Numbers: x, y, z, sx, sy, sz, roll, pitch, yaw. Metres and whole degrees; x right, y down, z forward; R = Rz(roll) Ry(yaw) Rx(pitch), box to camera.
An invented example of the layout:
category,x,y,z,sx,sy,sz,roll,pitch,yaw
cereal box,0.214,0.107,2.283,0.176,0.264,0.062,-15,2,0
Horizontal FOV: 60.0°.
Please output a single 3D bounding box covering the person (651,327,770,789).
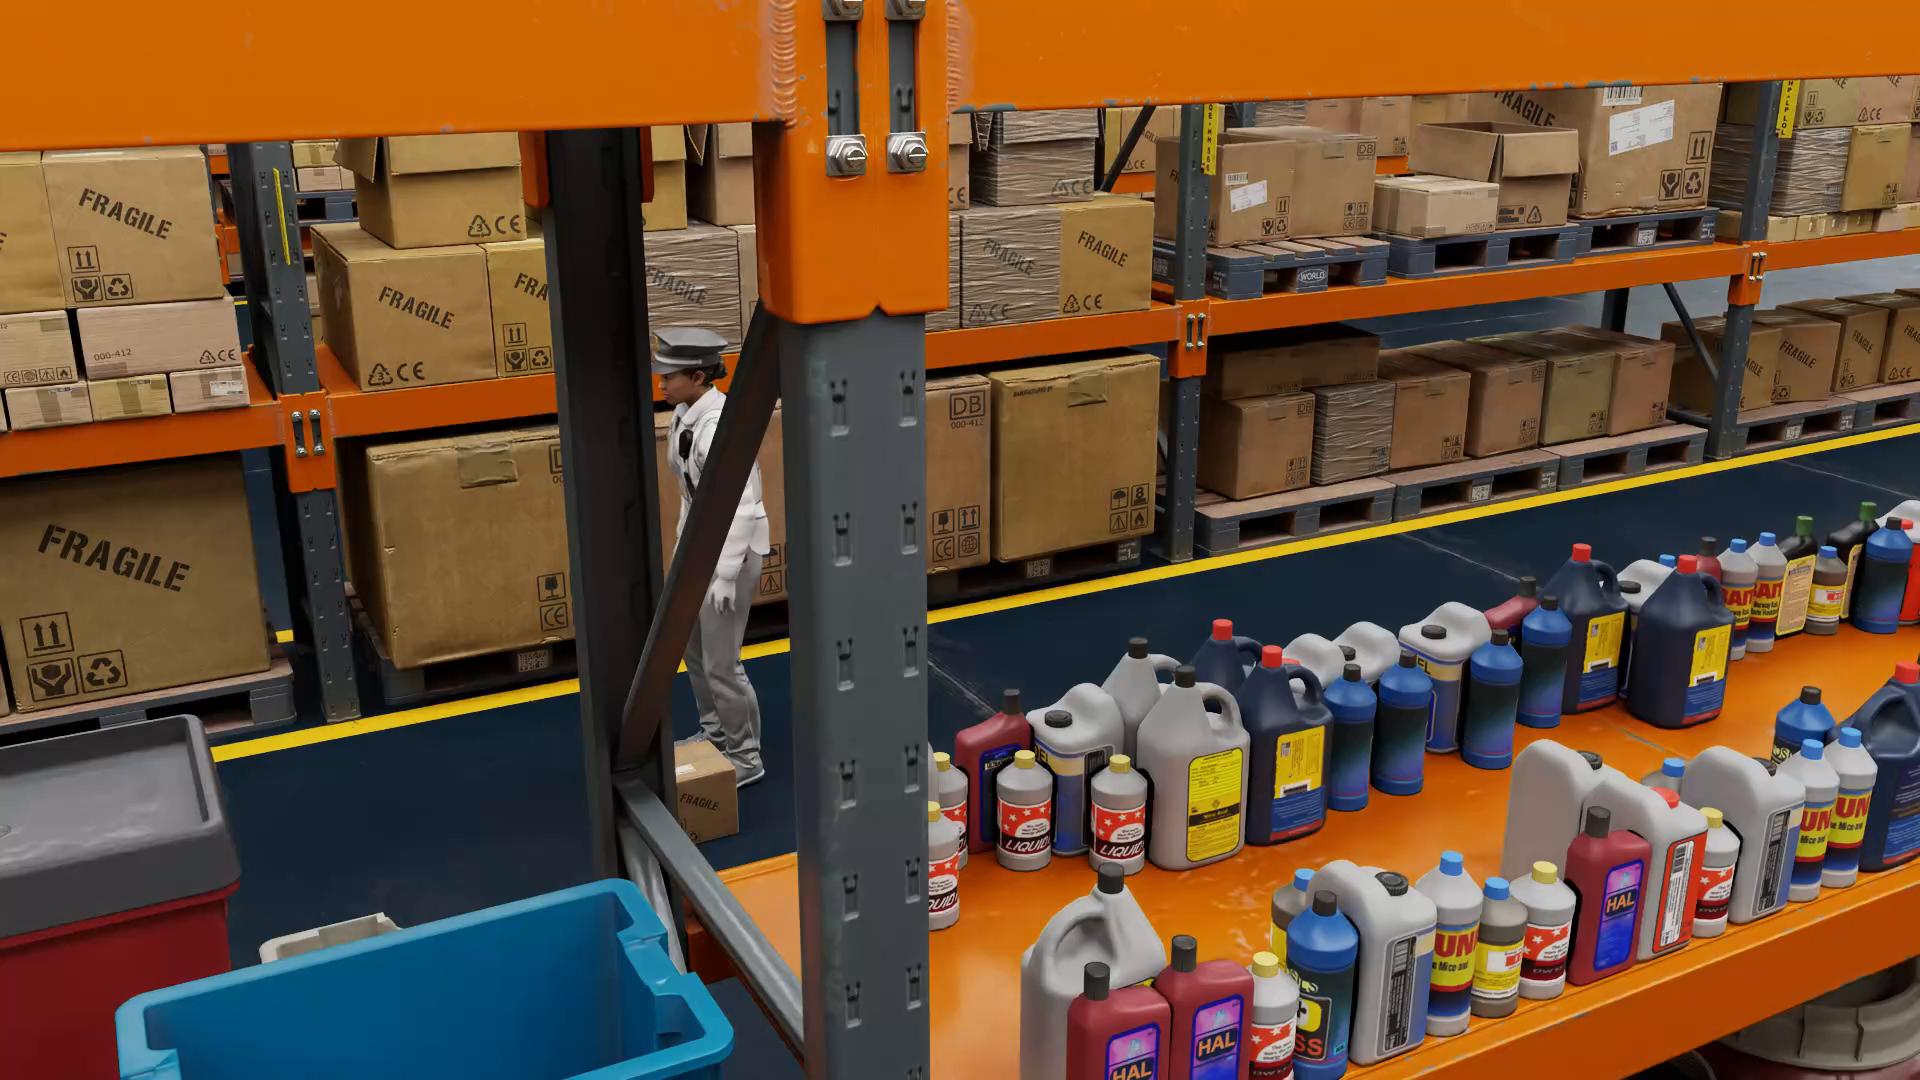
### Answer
category,x,y,z,sx,sy,sz,roll,pitch,yaw
person,-0.871,0.069,5.848,0.374,1.663,0.529,-9,21,-25
